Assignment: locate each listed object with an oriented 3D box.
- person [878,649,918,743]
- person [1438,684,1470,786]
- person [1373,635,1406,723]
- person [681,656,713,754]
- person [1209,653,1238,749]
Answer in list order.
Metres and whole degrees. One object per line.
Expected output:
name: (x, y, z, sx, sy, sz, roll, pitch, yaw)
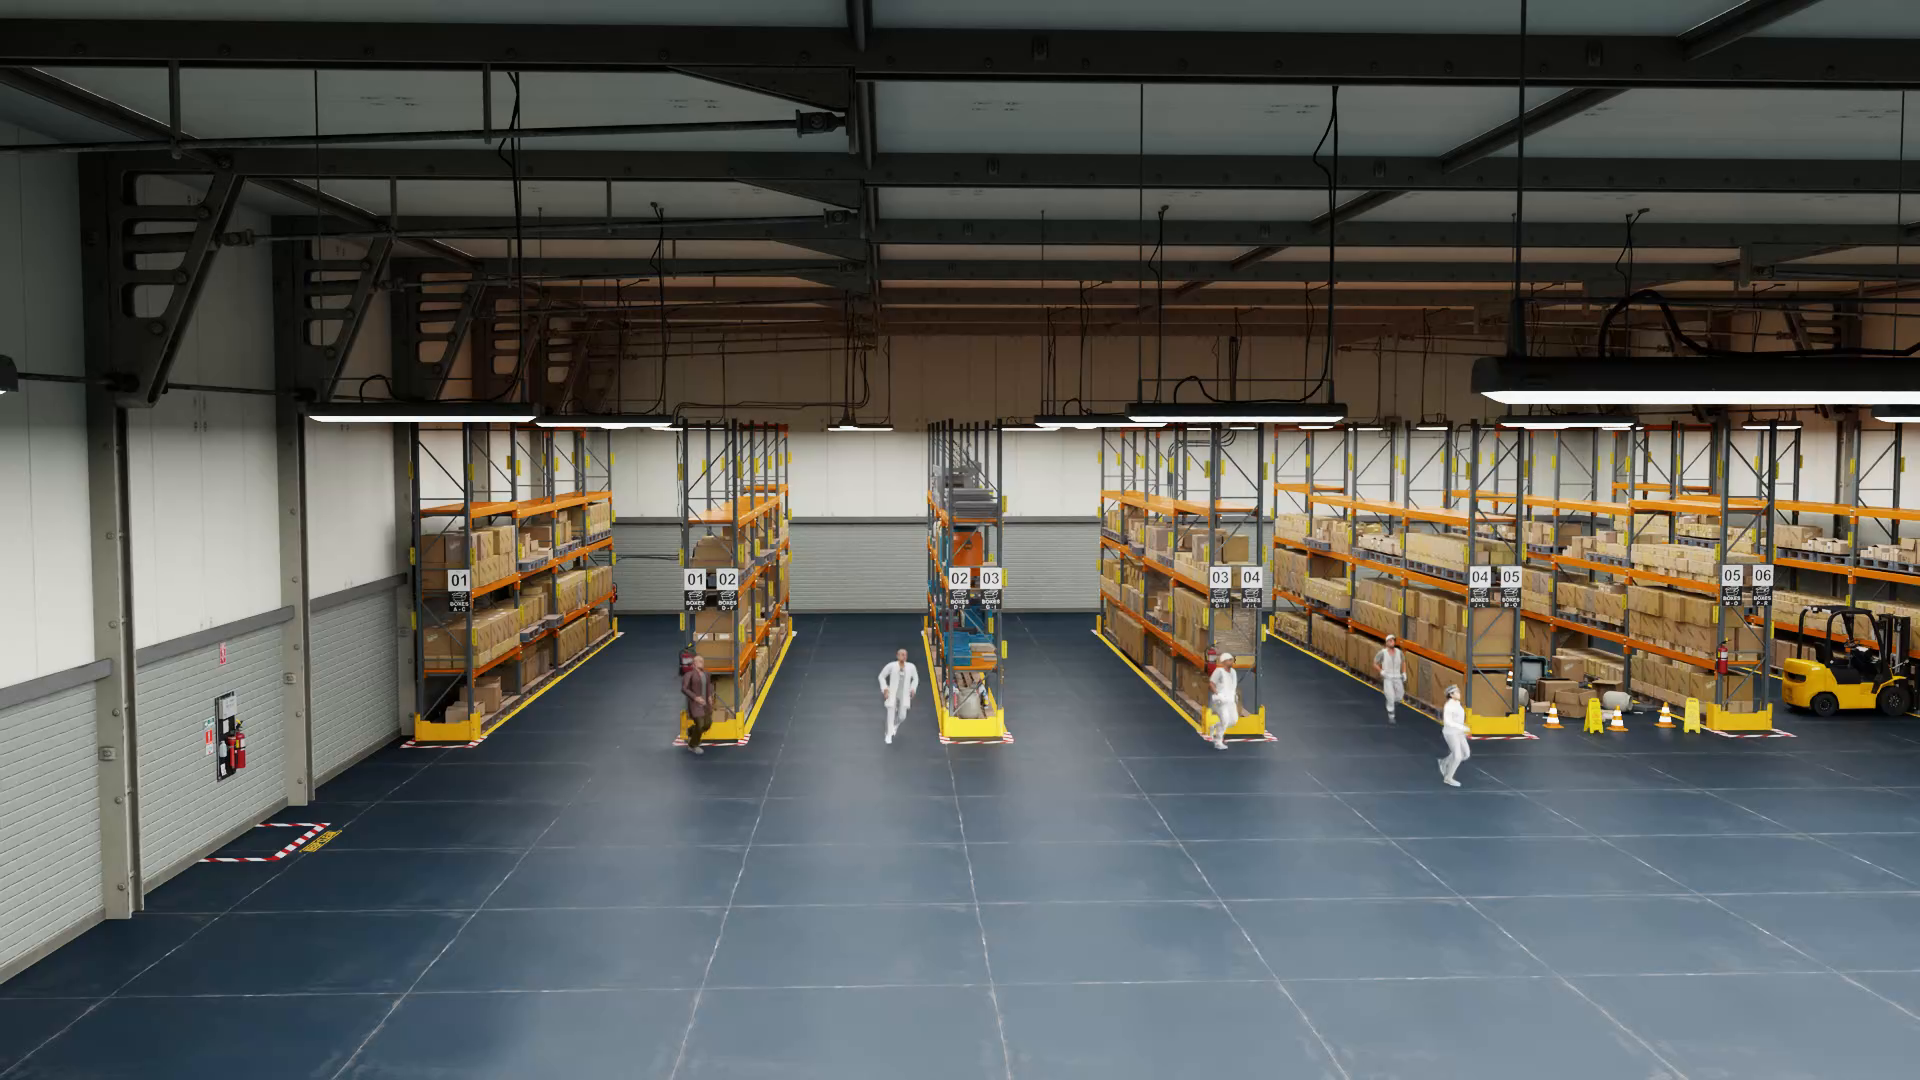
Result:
person: (-1.137, 2.896, 30.976, 0.769, 1.728, 0.587, -1, 4, -11)
person: (8.065, 3.161, 27.093, 0.537, 1.665, 0.658, 2, 4, 34)
person: (8.568, 2.747, 33.140, 0.676, 1.725, 0.675, -1, 4, -9)
person: (-4.721, 2.950, 29.923, 0.667, 1.739, 0.752, 3, 4, 35)
person: (4.810, 2.918, 30.348, 0.713, 1.721, 0.574, -3, 5, -41)
